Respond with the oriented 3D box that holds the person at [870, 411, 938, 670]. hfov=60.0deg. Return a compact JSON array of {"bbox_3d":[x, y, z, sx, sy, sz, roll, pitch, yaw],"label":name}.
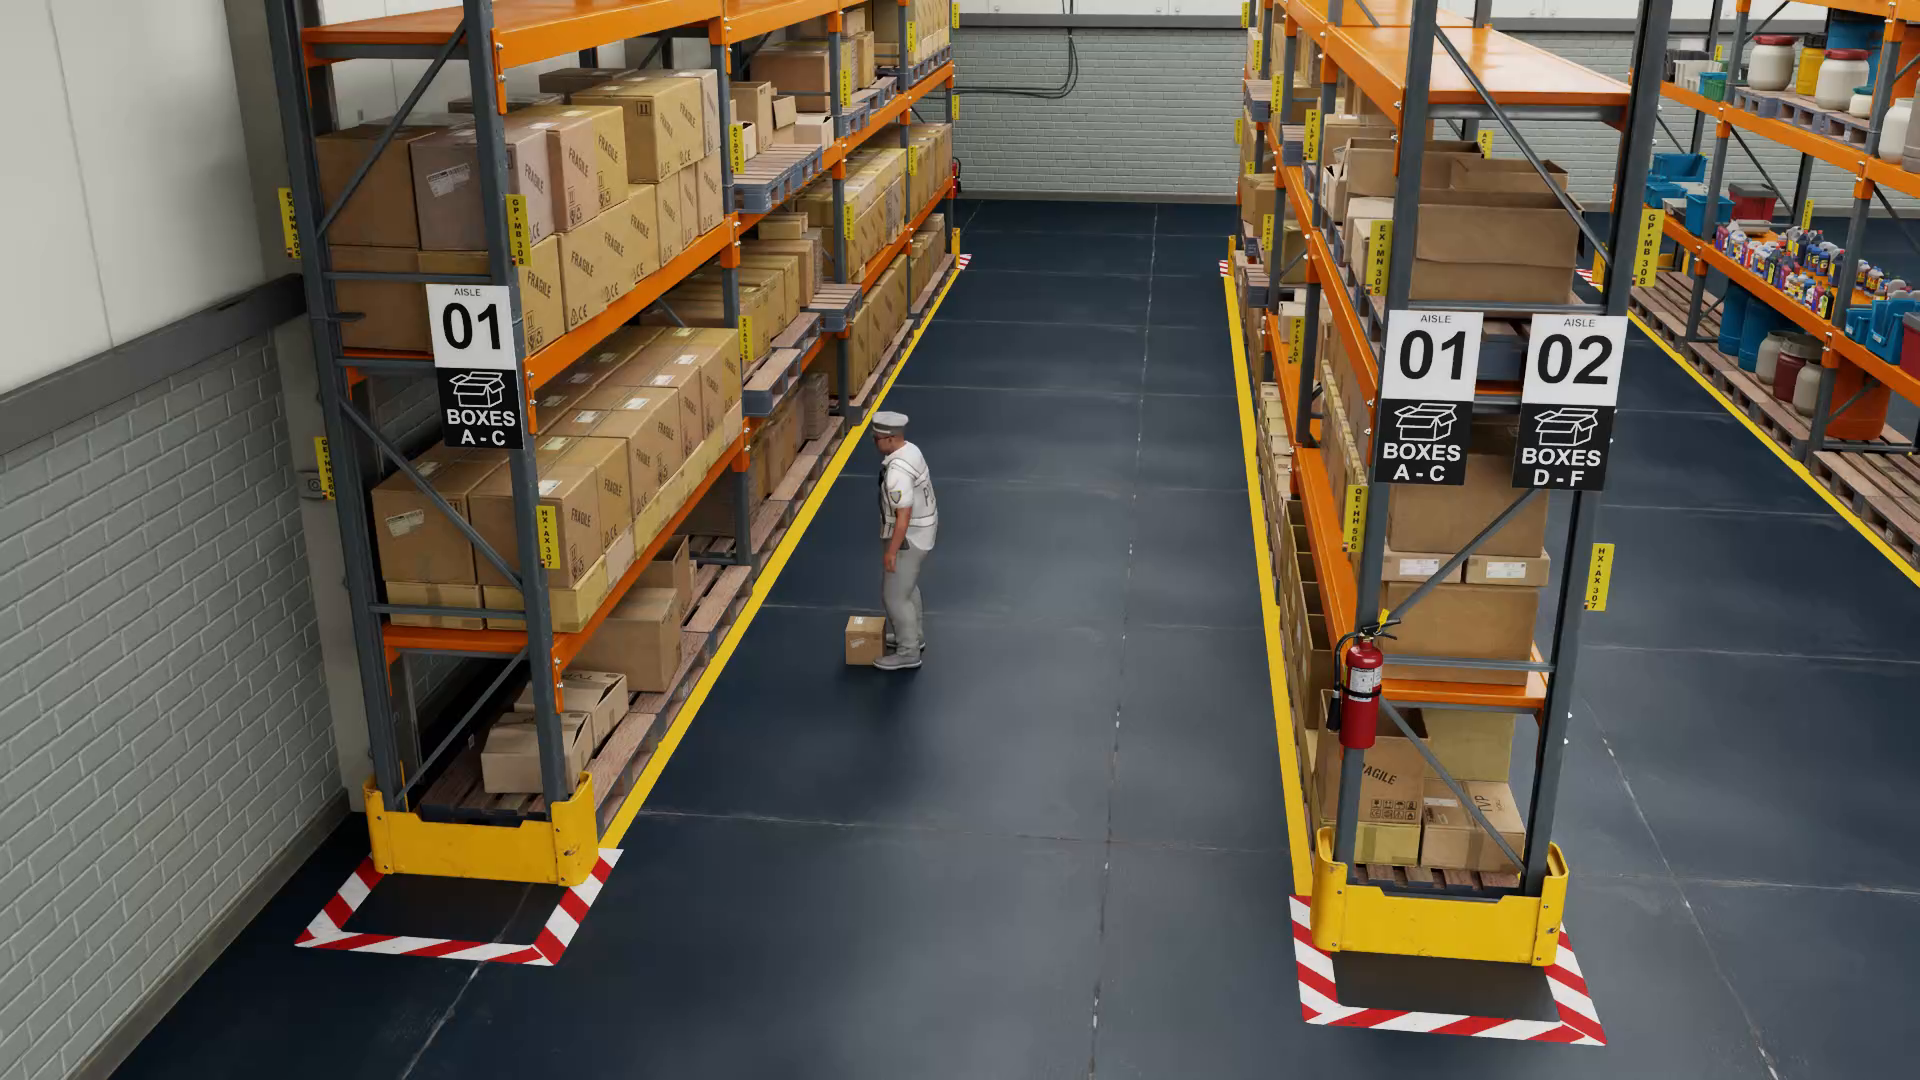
[{"bbox_3d":[-0.370,-0.005,11.084,0.432,1.748,0.585,2,21,6],"label":"person"}]
